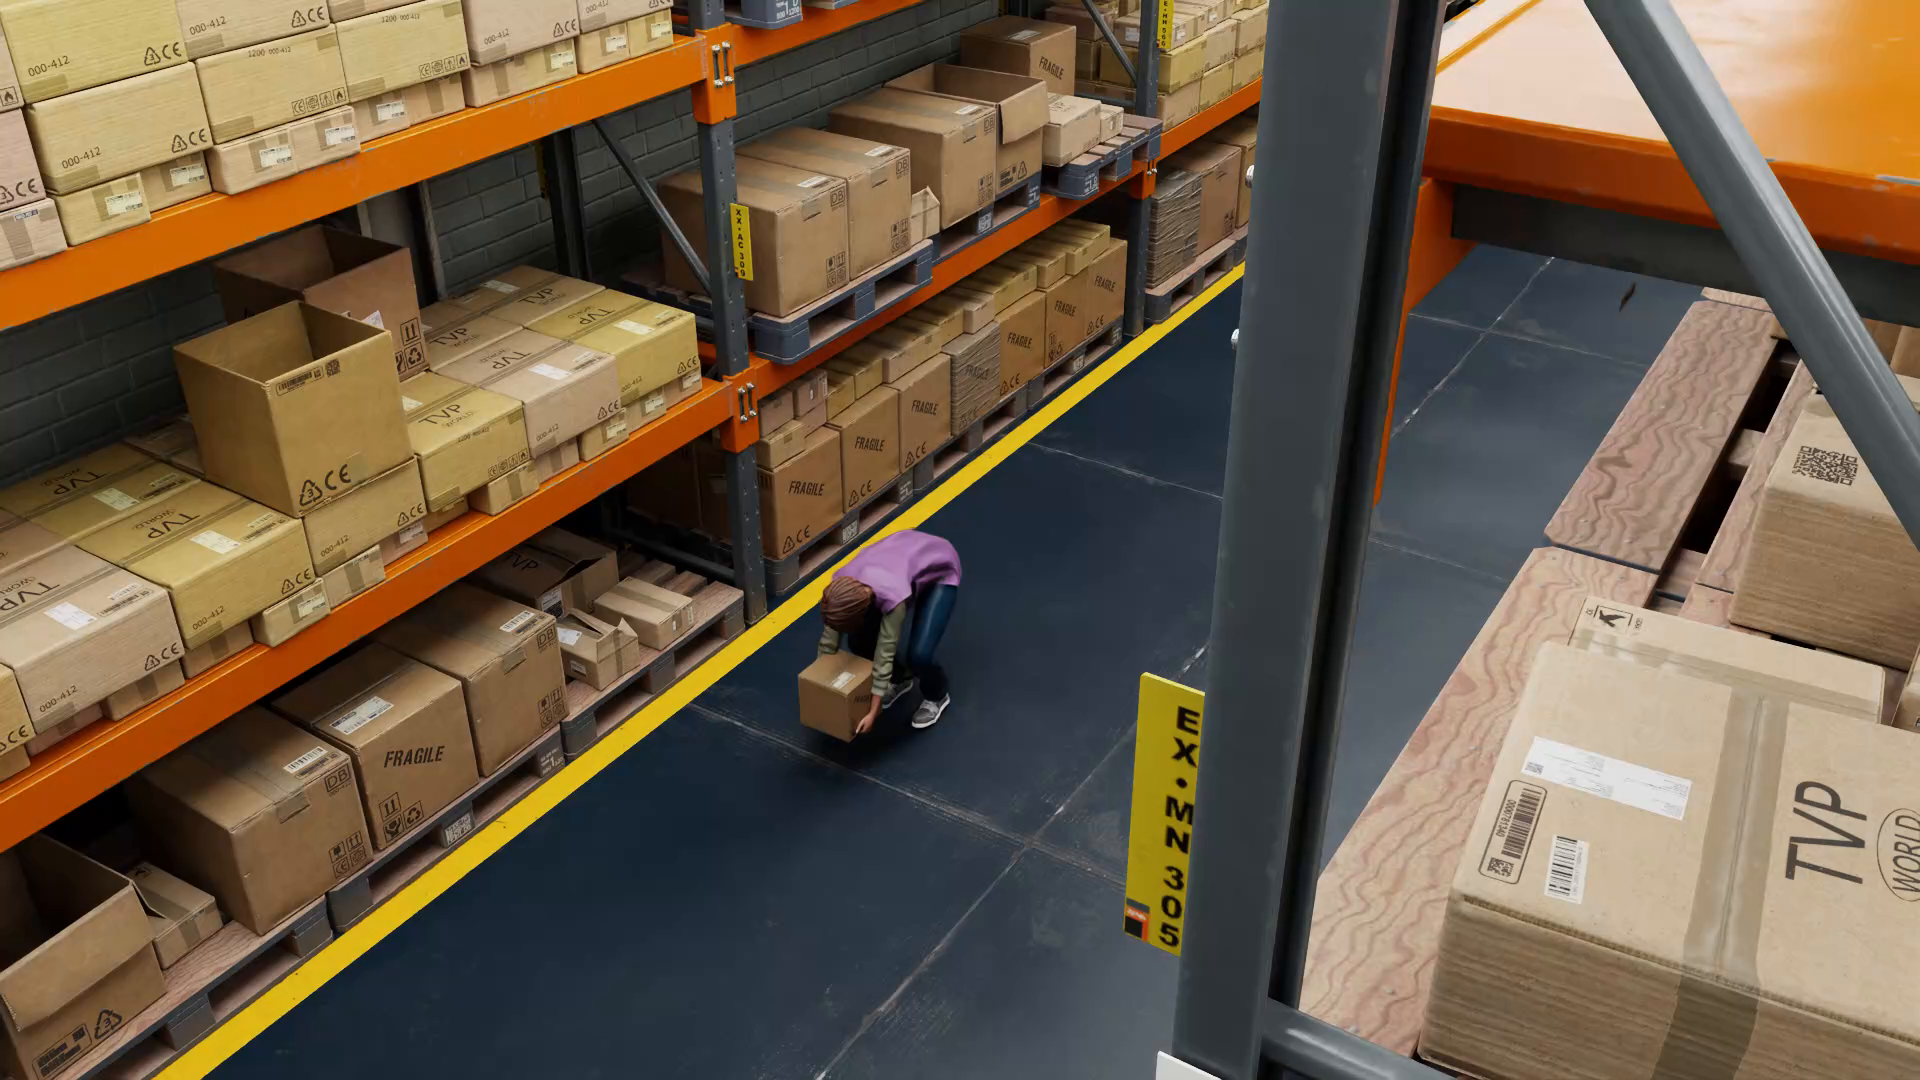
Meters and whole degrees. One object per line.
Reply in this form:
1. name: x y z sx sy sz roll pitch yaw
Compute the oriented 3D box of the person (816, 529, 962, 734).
1. person: -0.302 0.419 7.111 0.431 0.912 0.862 18 35 27
